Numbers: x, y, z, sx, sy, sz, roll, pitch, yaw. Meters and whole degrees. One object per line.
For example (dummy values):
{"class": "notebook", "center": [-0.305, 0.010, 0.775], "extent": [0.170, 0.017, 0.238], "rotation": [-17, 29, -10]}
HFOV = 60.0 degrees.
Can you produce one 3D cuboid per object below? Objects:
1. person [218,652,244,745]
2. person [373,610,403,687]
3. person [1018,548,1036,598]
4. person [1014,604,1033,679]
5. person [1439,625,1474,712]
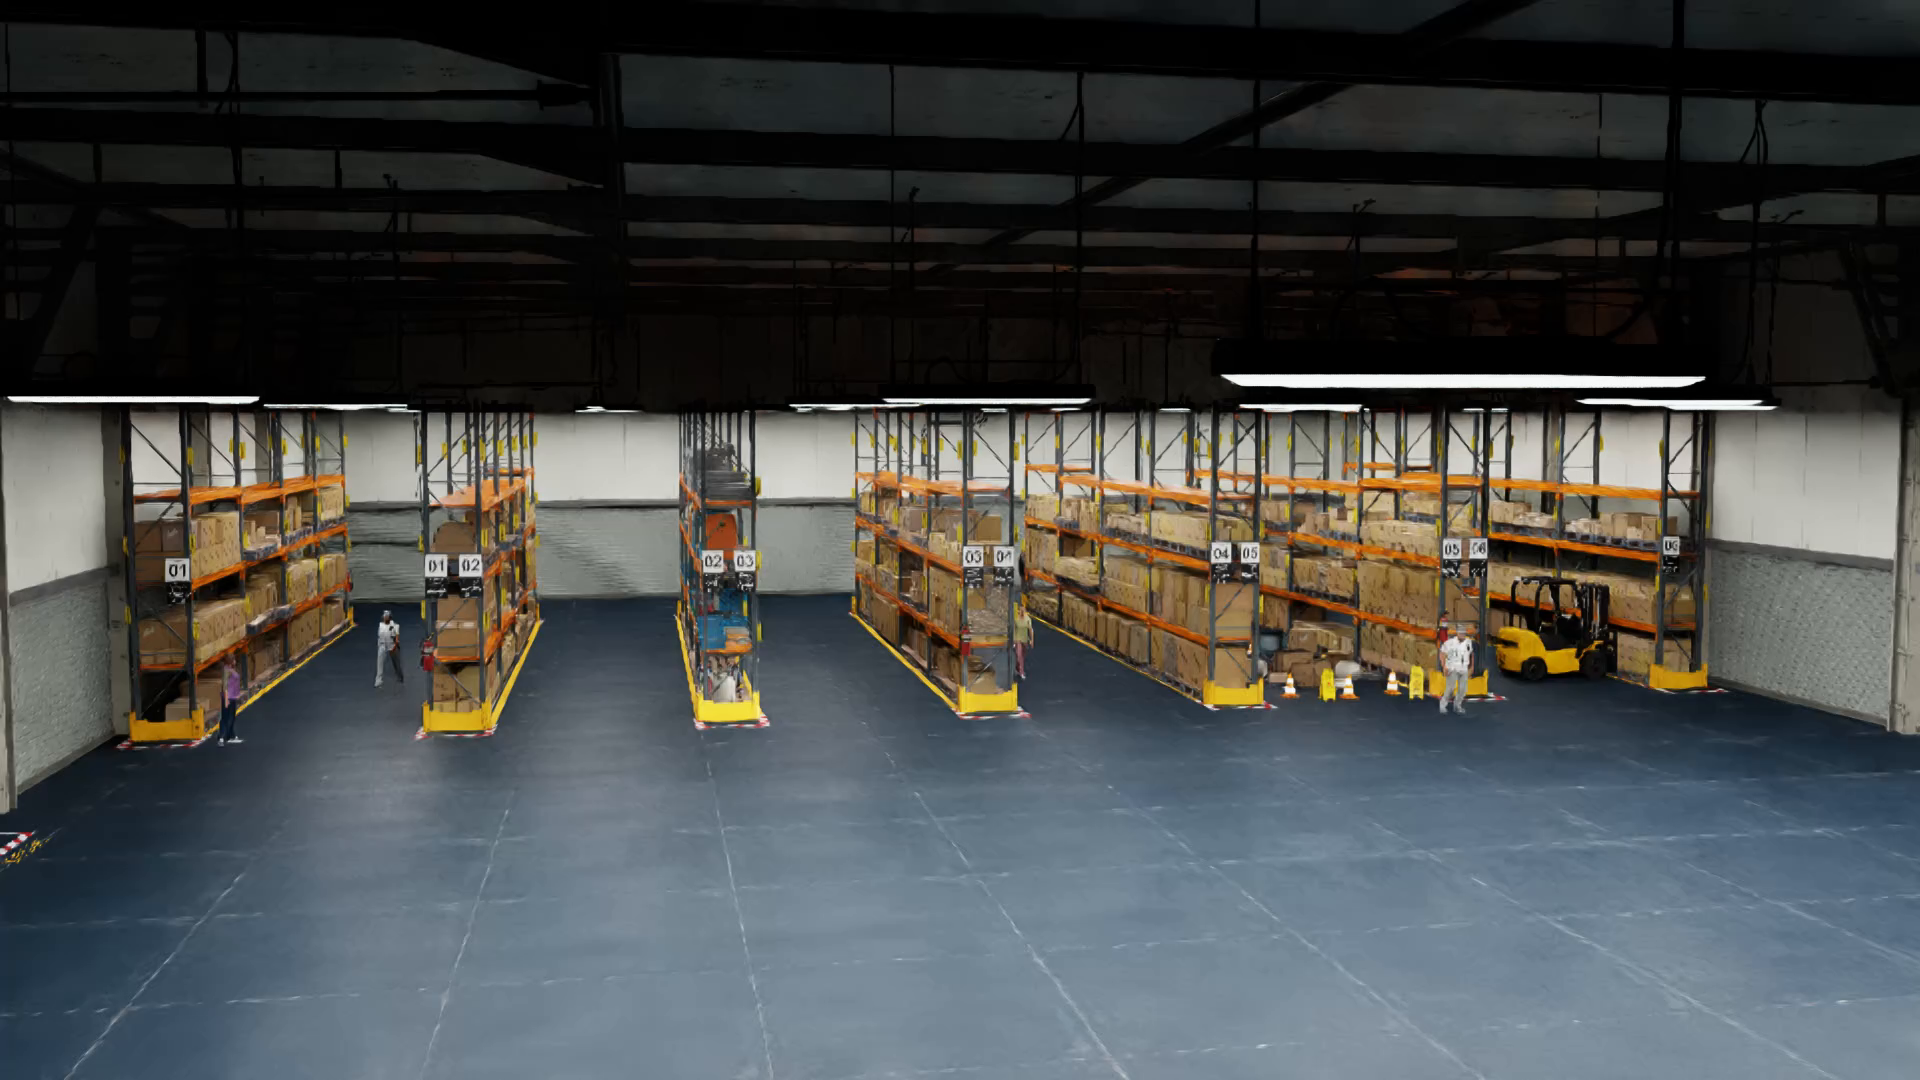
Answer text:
{"class": "person", "center": [-12.693, 2.741, 28.843], "extent": [0.361, 1.596, 0.535], "rotation": [-1, 4, -7]}
{"class": "person", "center": [-12.030, 2.269, 35.038], "extent": [0.477, 1.597, 1.003], "rotation": [0, 4, -2]}
{"class": "person", "center": [2.058, 1.045, 50.728], "extent": [0.588, 1.717, 0.516], "rotation": [2, 5, 27]}
{"class": "person", "center": [1.357, 2.183, 36.189], "extent": [0.458, 1.612, 1.019], "rotation": [-1, 4, -12]}
{"class": "person", "center": [9.528, 2.464, 31.914], "extent": [0.682, 1.715, 0.542], "rotation": [-1, 4, -12]}
